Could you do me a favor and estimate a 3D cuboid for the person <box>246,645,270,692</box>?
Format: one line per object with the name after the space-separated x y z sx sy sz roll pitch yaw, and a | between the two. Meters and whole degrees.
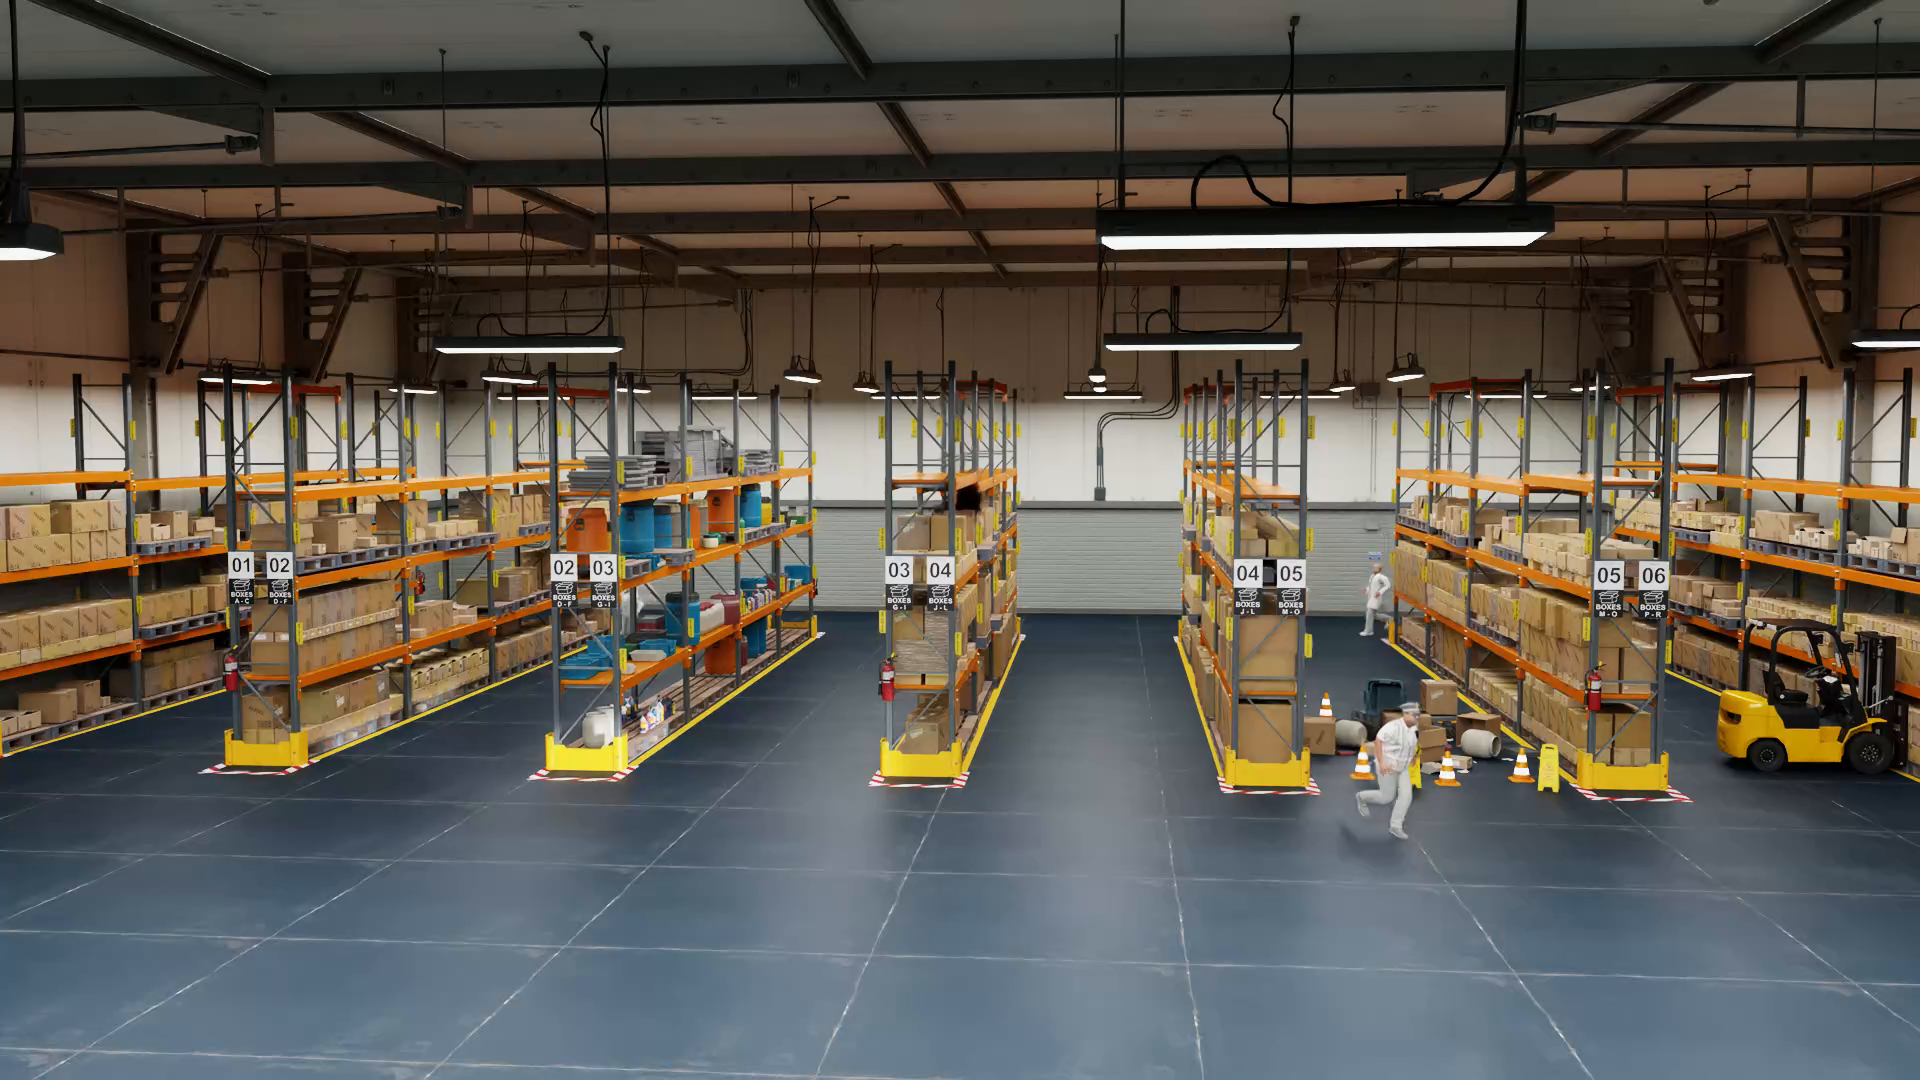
-11.835 2.320 28.214 0.524 1.741 0.745 1 4 12 | person

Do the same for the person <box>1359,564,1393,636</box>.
10.207 1.458 40.661 0.918 1.764 0.712 -1 4 -9 | person

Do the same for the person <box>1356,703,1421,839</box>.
5.341 2.824 20.698 0.664 1.722 0.893 -3 5 -40 | person

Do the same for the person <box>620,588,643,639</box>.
-7.483 1.720 37.367 0.604 1.659 0.538 0 4 5 | person
